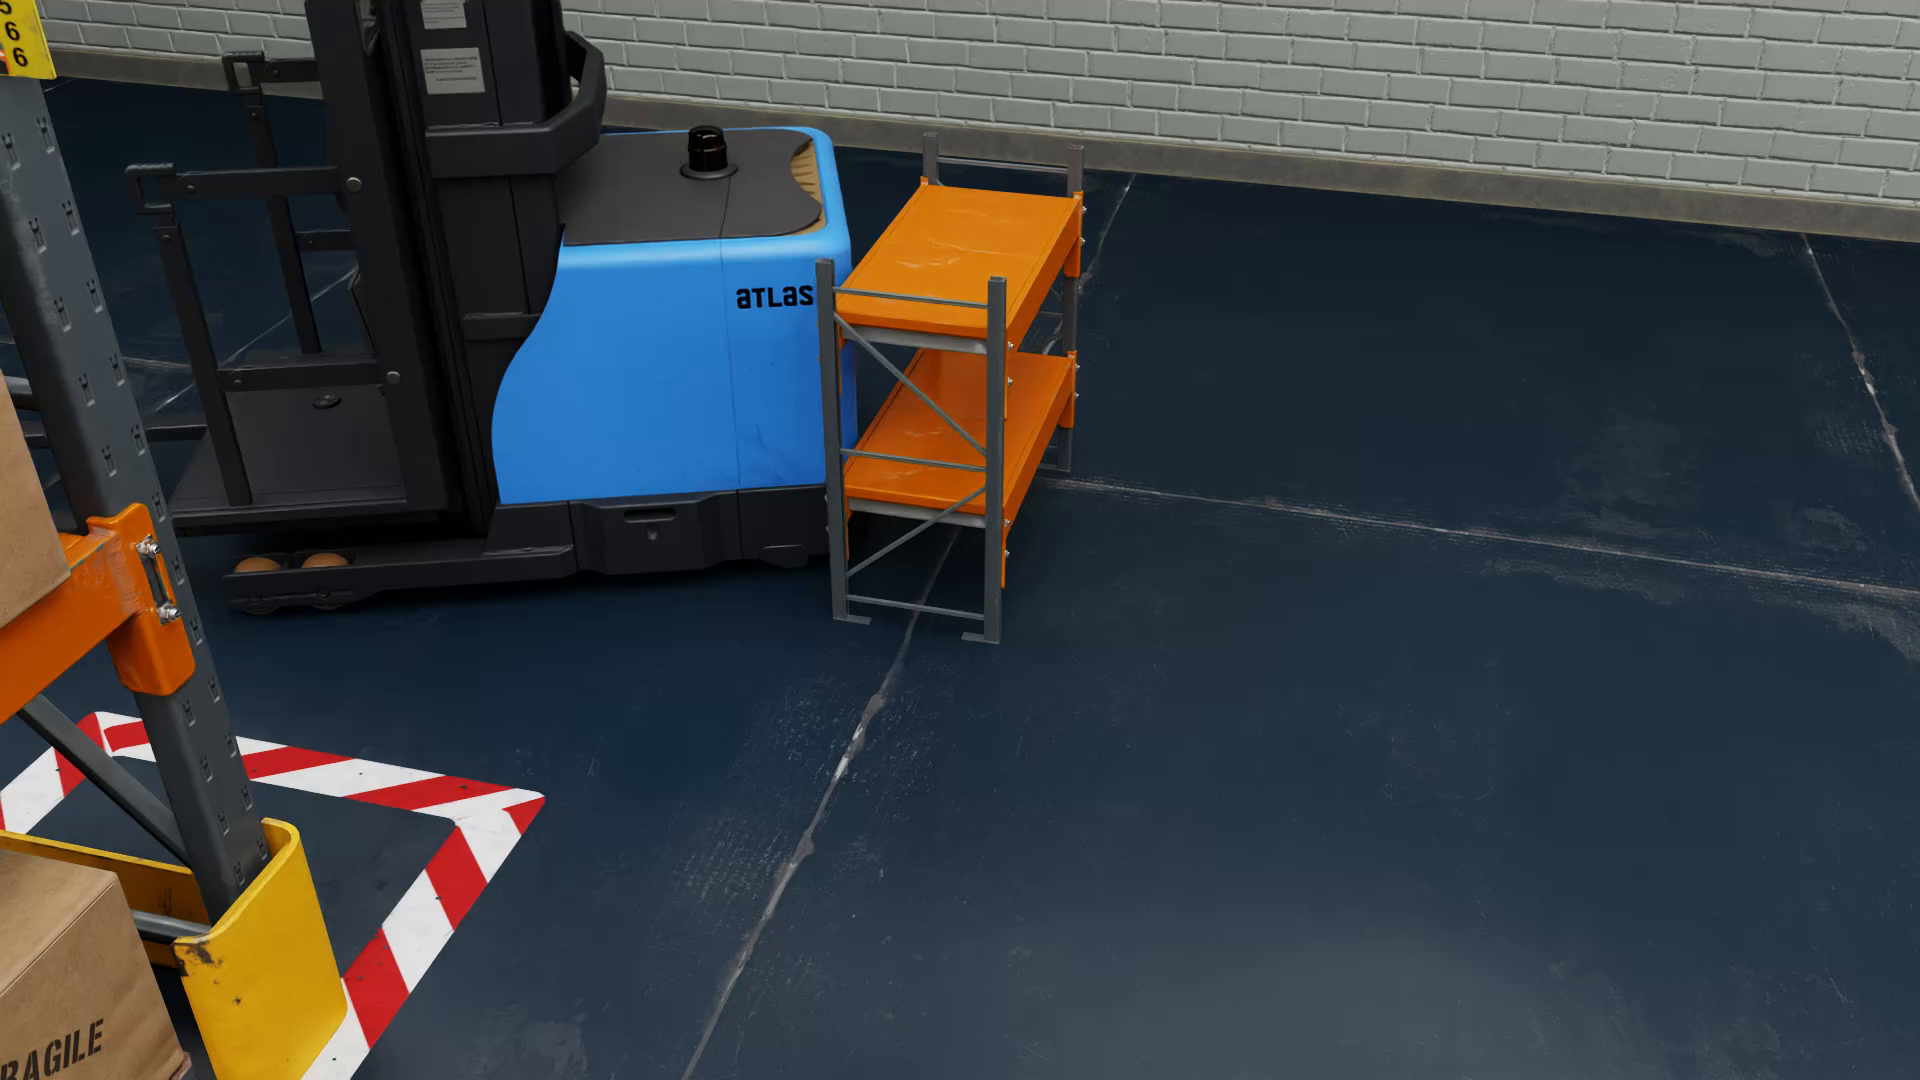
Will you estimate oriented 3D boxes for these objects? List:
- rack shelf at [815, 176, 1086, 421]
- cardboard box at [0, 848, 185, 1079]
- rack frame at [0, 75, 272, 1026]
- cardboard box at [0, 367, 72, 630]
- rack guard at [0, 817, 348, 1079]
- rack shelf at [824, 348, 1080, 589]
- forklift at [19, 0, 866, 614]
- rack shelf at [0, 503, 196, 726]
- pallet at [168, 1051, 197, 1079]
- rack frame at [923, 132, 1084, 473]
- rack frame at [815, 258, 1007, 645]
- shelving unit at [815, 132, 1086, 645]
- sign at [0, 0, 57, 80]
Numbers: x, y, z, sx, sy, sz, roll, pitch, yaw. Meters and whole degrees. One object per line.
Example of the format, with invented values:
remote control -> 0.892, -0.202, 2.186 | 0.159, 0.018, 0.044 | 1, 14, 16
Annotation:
rack shelf -> 0.002, -0.725, 4.797 | 0.538, 0.278, 1.000 | 8, 33, 12
cardboard box -> -1.812, 0.898, 2.962 | 0.500, 0.500, 0.500 | 8, 33, 12
rack frame -> -1.912, -0.287, 2.906 | 1.000, 3.000, 0.127 | 8, 33, 12
cardboard box -> -1.763, -0.060, 2.455 | 0.500, 0.500, 0.500 | 9, 34, 14
rack guard -> -1.932, 0.807, 3.514 | 1.175, 0.500, 0.348 | 8, 33, 12
rack shelf -> 0.002, -0.272, 5.085 | 0.538, 0.278, 1.000 | 8, 33, 12
forklift -> -1.847, -1.319, 4.593 | 3.031, 2.935, 1.130 | -4, 33, -6
rack shelf -> -2.420, 1.054, 1.466 | 1.077, 0.370, 4.000 | 8, 33, 12
pallet -> -2.133, 1.343, 2.941 | 1.003, 0.211, 1.213 | 8, 33, 12
rack frame -> 0.131, -0.742, 5.369 | 0.500, 1.125, 0.032 | 8, 33, 12
rack frame -> -0.127, -0.214, 4.539 | 0.500, 1.125, 0.032 | 8, 33, 12
shelving unit -> 0.002, -0.478, 4.954 | 0.538, 1.125, 1.048 | 8, 33, 12
sign -> -1.381, -0.823, 2.375 | 0.100, 0.325, 0.005 | 8, 33, 12
